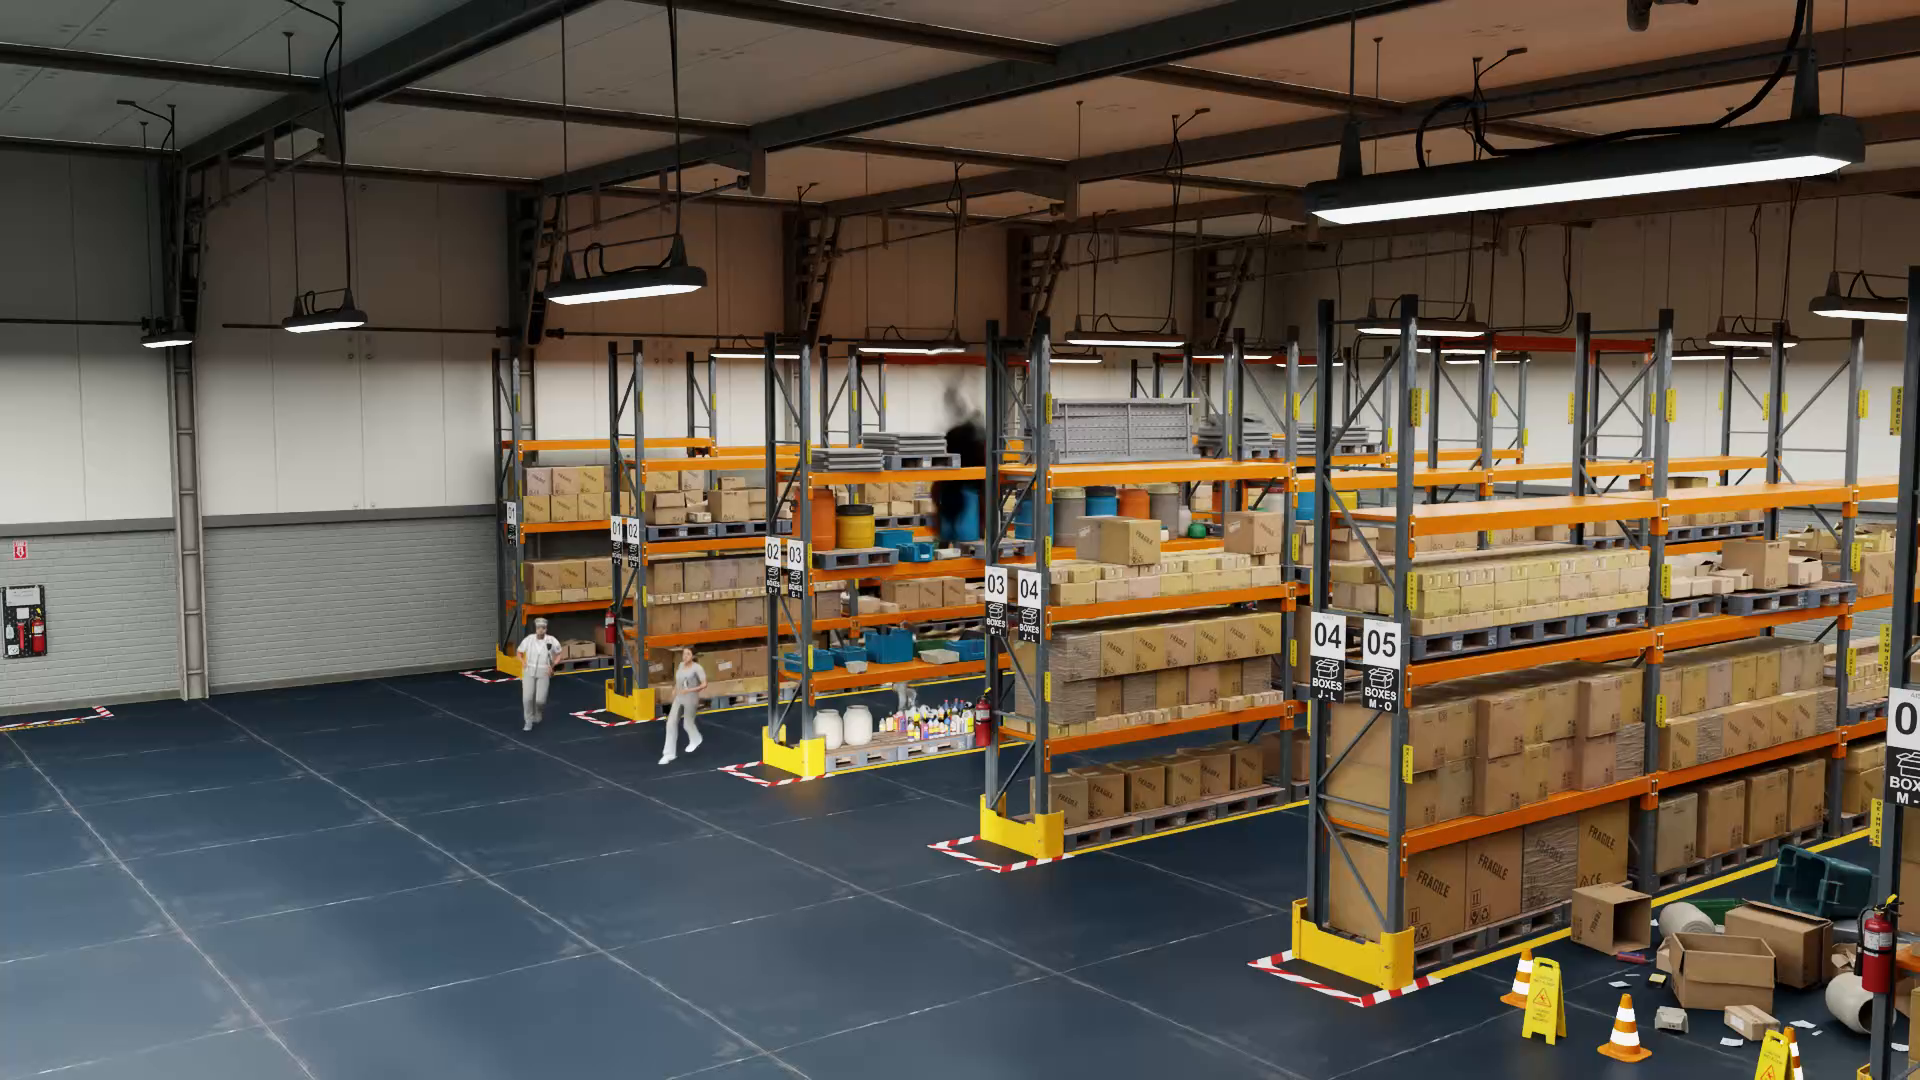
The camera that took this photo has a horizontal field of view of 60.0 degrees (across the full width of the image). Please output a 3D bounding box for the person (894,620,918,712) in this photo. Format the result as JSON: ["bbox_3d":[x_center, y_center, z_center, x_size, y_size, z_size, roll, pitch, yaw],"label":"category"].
[{"bbox_3d":[-0.858,2.049,26.596,0.546,1.566,0.682,3,6,31],"label":"person"}]

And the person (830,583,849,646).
[{"bbox_3d":[-2.278,1.575,31.835,0.550,1.627,0.616,-4,7,-41],"label":"person"}]

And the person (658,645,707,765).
[{"bbox_3d":[-3.795,2.292,23.450,0.587,1.666,0.909,2,6,24],"label":"person"}]

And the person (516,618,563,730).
[{"bbox_3d":[-6.505,2.059,25.703,0.698,1.718,0.647,-1,5,-8],"label":"person"}]
